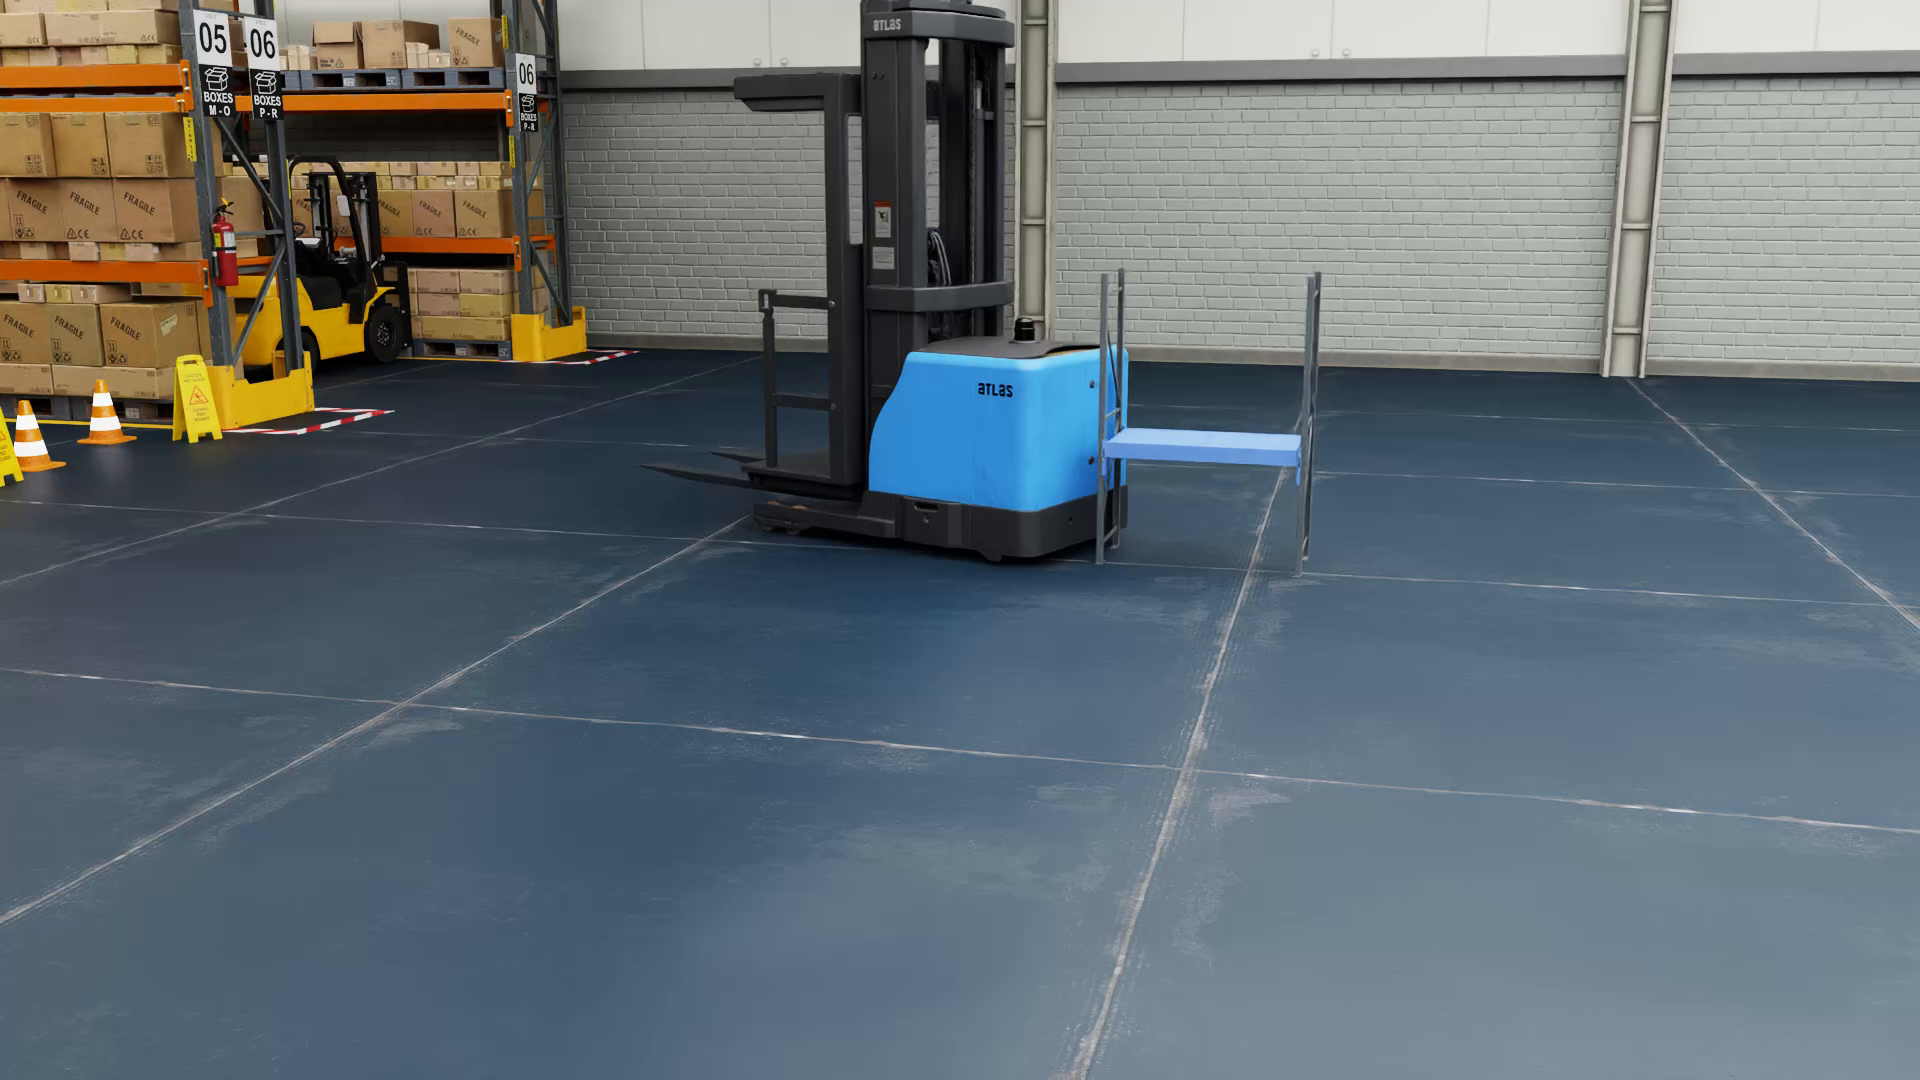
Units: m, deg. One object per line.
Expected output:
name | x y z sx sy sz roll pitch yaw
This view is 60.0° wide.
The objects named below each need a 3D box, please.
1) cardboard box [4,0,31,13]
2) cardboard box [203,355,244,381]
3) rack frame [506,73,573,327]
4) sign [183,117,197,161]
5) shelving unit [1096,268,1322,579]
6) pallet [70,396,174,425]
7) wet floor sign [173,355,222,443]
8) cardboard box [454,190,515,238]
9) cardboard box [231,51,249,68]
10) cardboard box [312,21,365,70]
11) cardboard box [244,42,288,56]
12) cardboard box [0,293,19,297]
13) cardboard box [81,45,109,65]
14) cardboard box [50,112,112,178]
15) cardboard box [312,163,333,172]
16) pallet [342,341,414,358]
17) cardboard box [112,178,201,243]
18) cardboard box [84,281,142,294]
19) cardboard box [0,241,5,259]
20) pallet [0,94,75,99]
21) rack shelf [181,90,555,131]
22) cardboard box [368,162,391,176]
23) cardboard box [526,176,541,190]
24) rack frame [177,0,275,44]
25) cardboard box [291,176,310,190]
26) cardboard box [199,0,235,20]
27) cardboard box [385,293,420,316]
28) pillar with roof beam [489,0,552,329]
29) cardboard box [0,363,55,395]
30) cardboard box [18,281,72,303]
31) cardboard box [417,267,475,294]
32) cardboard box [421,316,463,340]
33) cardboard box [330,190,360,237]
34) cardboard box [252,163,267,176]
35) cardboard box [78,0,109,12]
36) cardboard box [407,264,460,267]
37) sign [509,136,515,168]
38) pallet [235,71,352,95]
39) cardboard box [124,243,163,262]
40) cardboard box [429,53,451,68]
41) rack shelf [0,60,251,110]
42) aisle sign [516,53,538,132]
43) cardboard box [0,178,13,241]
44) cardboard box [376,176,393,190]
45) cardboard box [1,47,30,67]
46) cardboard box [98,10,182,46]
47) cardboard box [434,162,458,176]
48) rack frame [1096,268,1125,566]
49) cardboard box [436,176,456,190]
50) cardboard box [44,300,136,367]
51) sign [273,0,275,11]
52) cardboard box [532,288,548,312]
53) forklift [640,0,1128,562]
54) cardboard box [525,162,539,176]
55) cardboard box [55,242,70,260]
cardboard box | -7.357 -4.241 13.236 0.250 0.149 0.380 3 13 12
cardboard box | -6.464 -1.429 14.127 0.500 0.250 0.500 3 13 13
rack frame | -4.561 -3.510 18.129 0.127 3.000 1.000 3 13 14
sign | -5.899 -3.070 12.743 0.005 0.325 0.100 3 13 14
shelving unit | 1.278 -0.621 8.569 1.048 1.500 0.538 4 13 16
pallet | -6.601 -1.158 13.967 1.213 0.211 1.003 3 13 14
wet floor sign | -5.819 -1.082 12.620 0.232 0.644 0.267 8 15 33
cardboard box | -5.102 -3.529 17.984 0.500 0.500 0.500 3 13 12
cardboard box | -5.991 -3.893 13.511 0.250 0.149 0.380 3 13 14
cardboard box | -6.578 -5.363 18.117 0.637 0.503 0.797 3 13 15
cardboard box | -7.695 -5.298 18.268 0.500 0.311 0.500 3 13 15
cardboard box | -8.002 -1.876 14.411 0.500 0.500 0.500 4 13 17
cardboard box | -6.659 -3.794 13.066 0.250 0.149 0.380 3 13 15
cardboard box | -6.784 -3.157 13.310 0.500 0.500 0.700 3 13 14
cardboard box | -6.936 -4.099 18.369 0.250 0.149 0.380 3 13 13
pallet | -6.494 -2.243 18.858 1.213 0.211 1.003 3 13 14
cardboard box | -6.340 -2.630 13.246 0.500 0.500 0.500 3 13 13
cardboard box | -9.705 -2.830 19.577 0.625 0.625 0.875 3 13 13
cardboard box | -7.910 -2.392 13.668 0.250 0.149 0.380 3 13 13
pallet | -10.561 -5.224 19.363 1.213 0.211 1.003 4 13 16
rack shelf | -6.503 -4.727 18.350 4.000 0.370 1.077 3 13 14
cardboard box | -6.222 -4.040 18.103 0.250 0.149 0.380 3 13 15
cardboard box | -4.828 -3.948 18.373 0.250 0.149 0.380 3 13 12
rack frame | -5.747 -5.395 12.774 0.127 3.000 1.000 3 13 14
cardboard box | -7.211 -3.948 18.375 0.250 0.149 0.380 3 13 13
cardboard box | -6.043 -4.258 13.316 0.250 0.149 0.380 3 13 13
cardboard box | -6.099 -2.627 18.373 0.500 0.250 0.500 3 13 12
pillar with roof beam | -6.053 -5.759 14.416 0.400 9.000 9.100 3 13 14
cardboard box | -7.606 -1.369 13.856 0.500 0.250 0.500 3 13 12
cardboard box | -7.458 -2.031 13.612 0.250 0.149 0.380 4 13 16
cardboard box | -5.580 -2.844 18.199 0.500 0.250 0.500 3 13 15
cardboard box | -5.573 -2.358 18.317 0.500 0.250 0.500 3 13 14
cardboard box | -6.592 -3.608 18.341 0.500 0.500 0.500 3 13 14
cardboard box | -7.681 -4.143 18.569 0.250 0.149 0.380 3 13 12
cardboard box | -6.639 -4.183 12.978 0.250 0.149 0.380 3 13 13
cardboard box | -5.951 -2.979 18.806 0.500 0.250 0.500 3 13 13
sign | -4.705 -4.078 17.467 0.005 0.325 0.100 3 13 14
pallet | -7.610 -5.100 18.574 1.213 0.211 1.003 3 13 14
cardboard box | -6.434 -2.308 13.290 0.250 0.149 0.380 3 13 13
cardboard box | -5.438 -5.085 17.681 0.250 0.149 0.380 3 13 12
rack shelf | -7.688 -3.683 13.644 4.000 0.370 1.077 3 13 14
aisle sign | -4.568 -4.714 17.554 0.004 0.787 0.394 3 13 14
cardboard box | -7.797 -2.714 13.625 0.500 0.500 0.500 3 13 14
cardboard box | -6.216 -3.896 18.140 0.250 0.149 0.380 3 13 14
cardboard box | -7.397 -3.840 13.270 0.250 0.149 0.380 3 13 12
cardboard box | -6.308 -3.972 12.947 0.500 0.250 0.500 3 13 13
cardboard box | -5.467 -4.009 17.964 0.250 0.149 0.380 3 13 15
rack frame | 0.789 -0.651 8.707 0.032 1.500 0.500 4 13 16
cardboard box | -5.457 -3.868 18.014 0.250 0.149 0.380 3 13 15
cardboard box | -7.094 -1.708 13.654 0.500 0.500 0.500 4 13 16
sign | -5.617 -4.471 13.518 0.005 0.325 0.100 3 13 14
cardboard box | -4.968 -2.685 18.634 0.500 0.250 0.500 3 13 15
forklift | -0.561 -1.545 9.433 3.031 2.935 1.130 9 15 35
cardboard box | -4.836 -4.083 18.297 0.250 0.149 0.380 3 13 12
cardboard box | -7.150 -2.375 13.595 0.250 0.149 0.380 3 13 14
